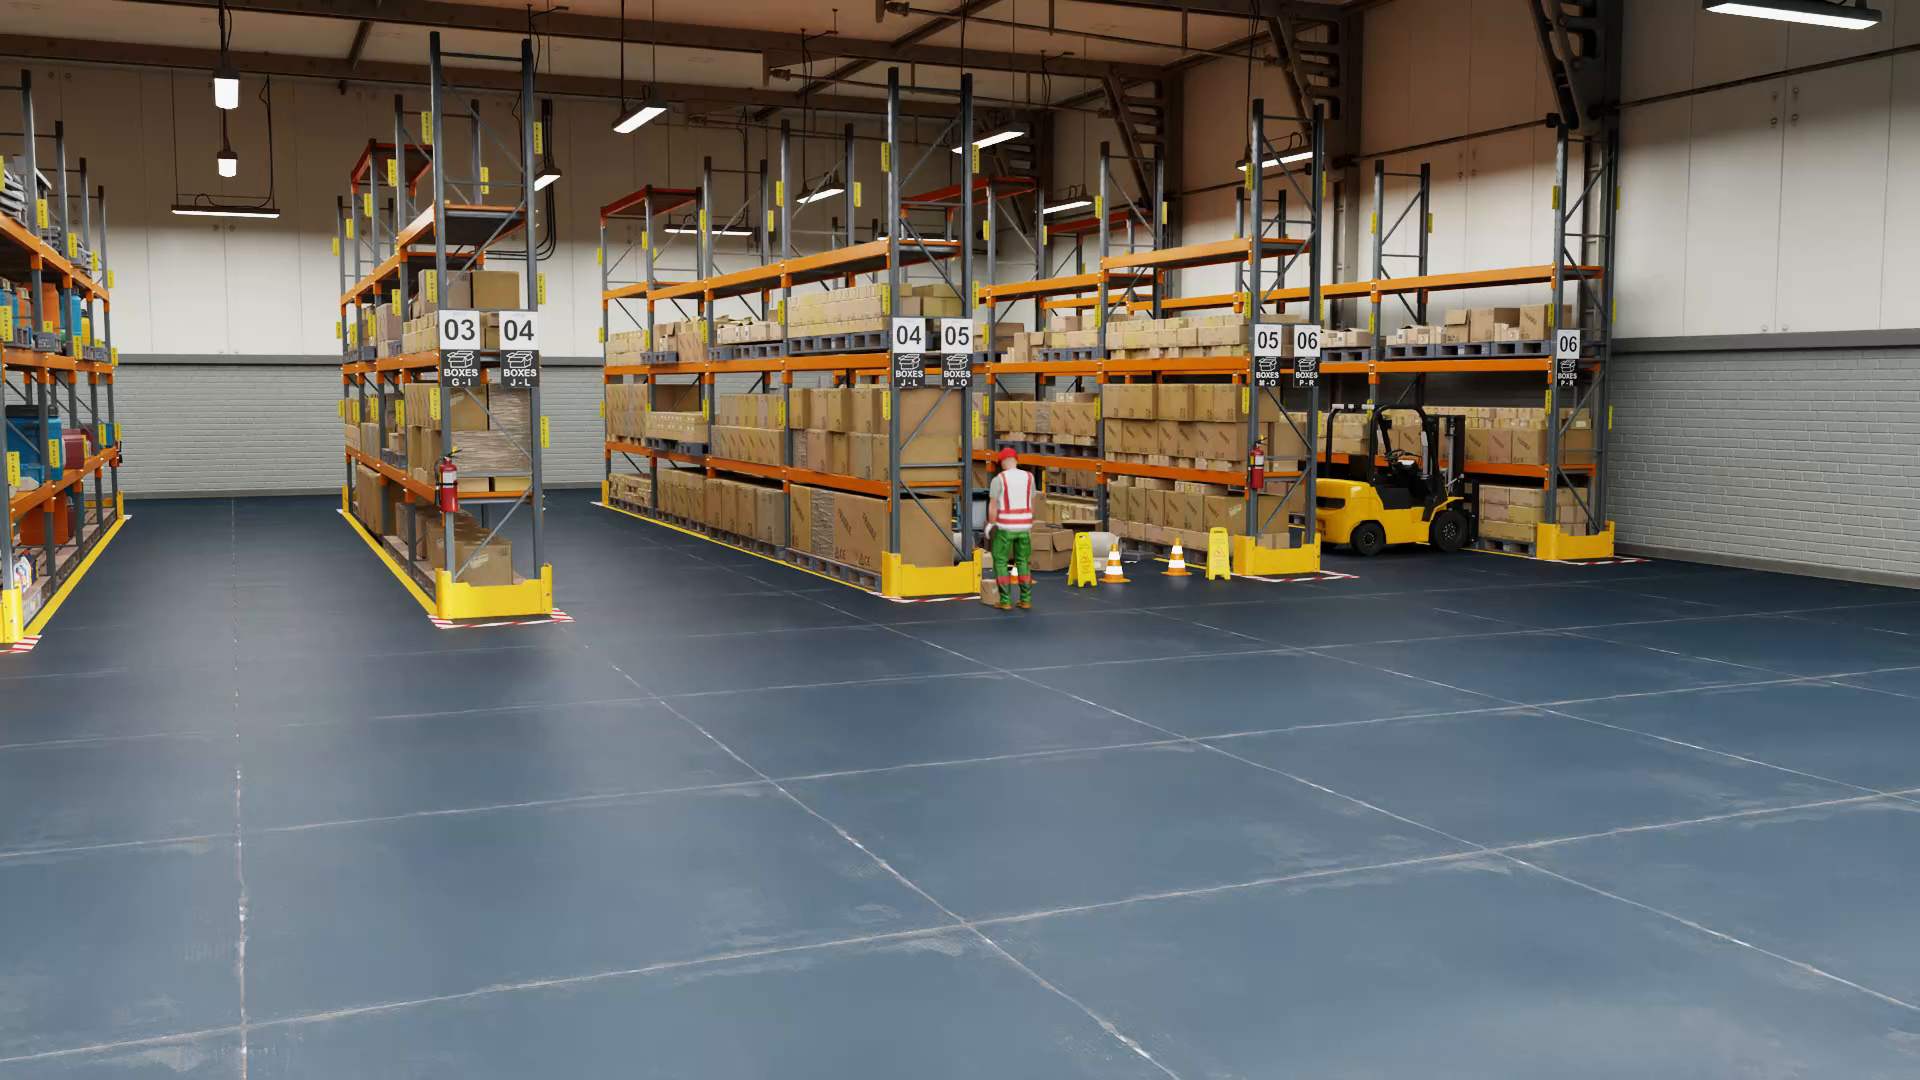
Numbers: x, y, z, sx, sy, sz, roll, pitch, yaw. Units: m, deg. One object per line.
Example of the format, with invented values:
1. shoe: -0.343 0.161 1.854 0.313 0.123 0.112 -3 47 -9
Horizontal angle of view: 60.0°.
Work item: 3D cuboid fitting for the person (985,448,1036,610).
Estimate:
1. person: 0.549 -0.125 18.126 0.538 1.751 0.427 -2 6 -22
